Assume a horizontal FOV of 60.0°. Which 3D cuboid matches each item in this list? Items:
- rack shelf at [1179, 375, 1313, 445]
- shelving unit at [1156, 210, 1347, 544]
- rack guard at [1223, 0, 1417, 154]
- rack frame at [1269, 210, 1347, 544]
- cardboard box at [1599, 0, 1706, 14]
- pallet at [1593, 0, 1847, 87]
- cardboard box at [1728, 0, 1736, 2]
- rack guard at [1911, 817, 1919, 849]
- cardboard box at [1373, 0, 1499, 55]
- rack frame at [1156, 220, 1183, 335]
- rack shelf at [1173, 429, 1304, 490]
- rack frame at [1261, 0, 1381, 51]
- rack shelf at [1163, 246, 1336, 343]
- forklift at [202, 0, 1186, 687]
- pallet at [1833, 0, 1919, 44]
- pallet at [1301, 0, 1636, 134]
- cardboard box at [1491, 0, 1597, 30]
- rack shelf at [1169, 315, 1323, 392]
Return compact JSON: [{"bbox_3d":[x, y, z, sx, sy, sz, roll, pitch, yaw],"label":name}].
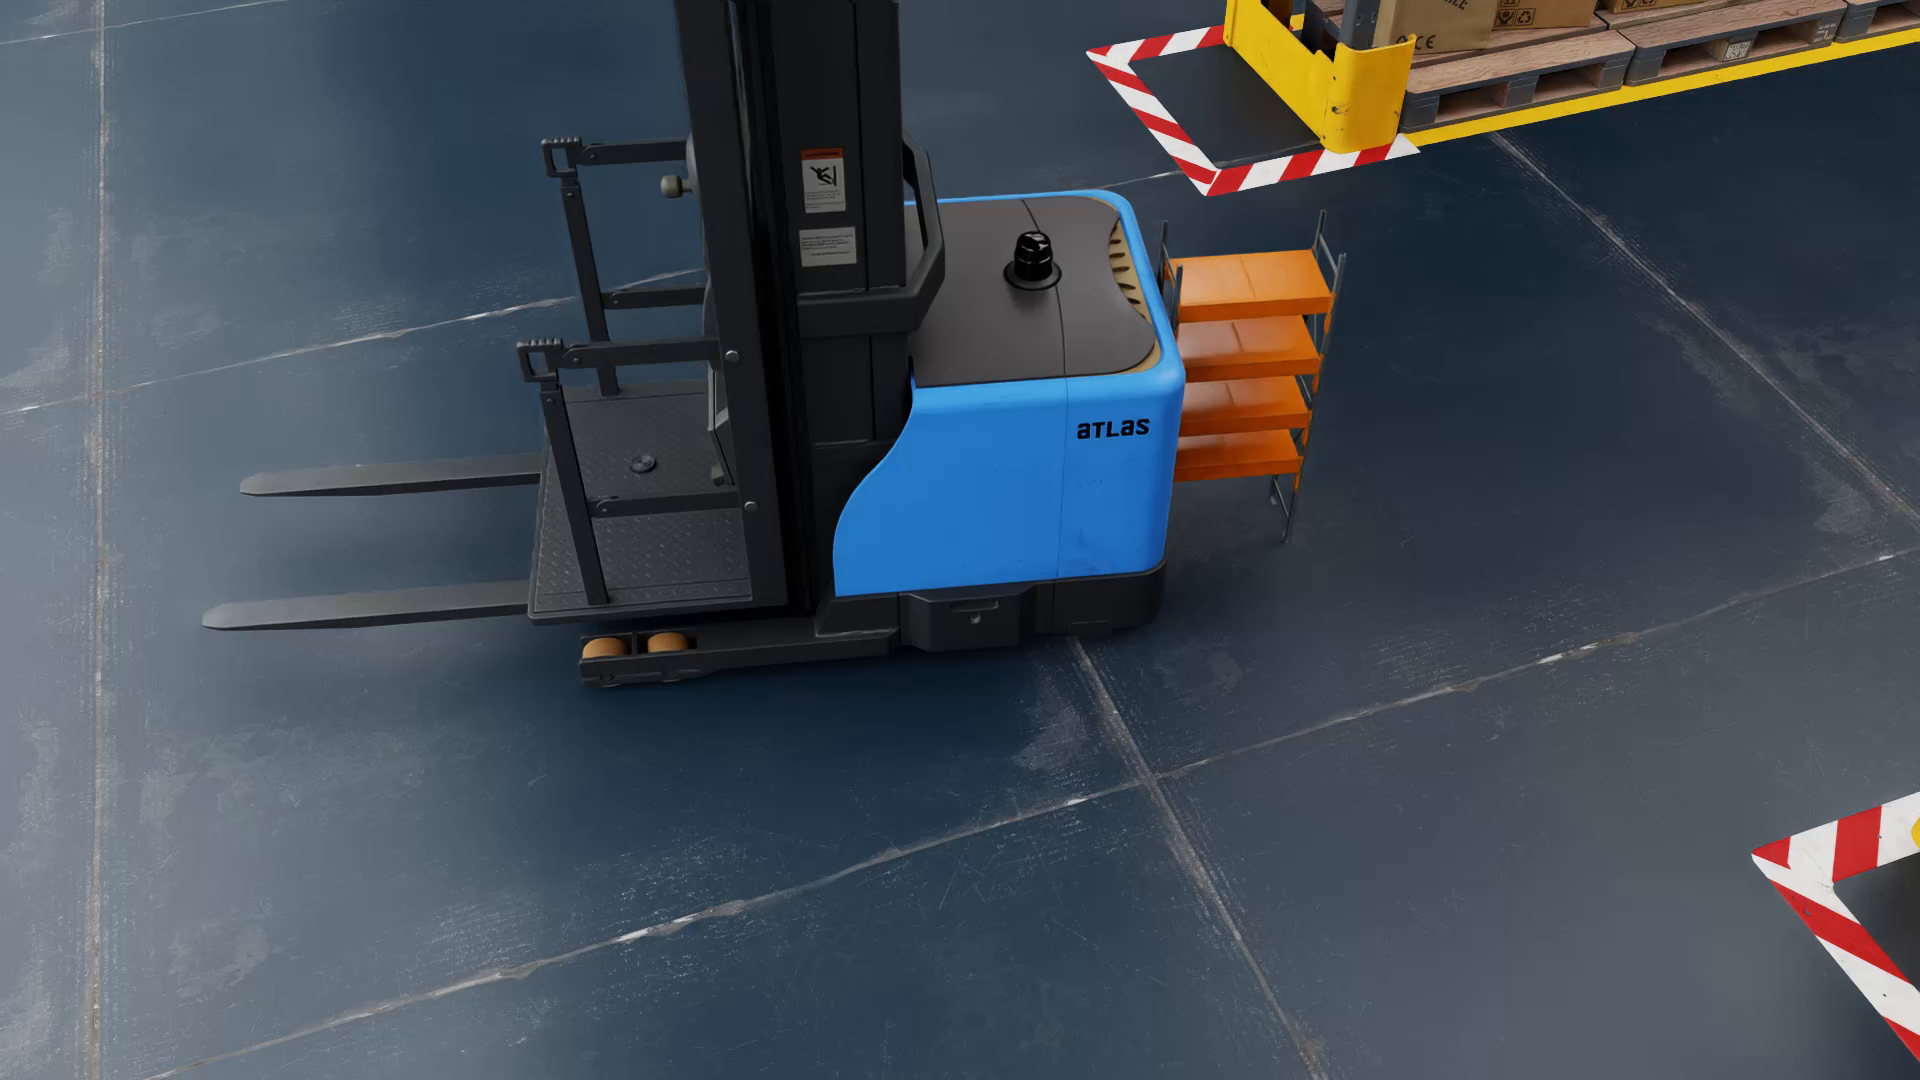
[{"bbox_3d":[0.874,-0.429,5.425,0.480,0.148,0.258,-5,45,-4],"label":"rack shelf"},{"bbox_3d":[0.874,-0.476,5.378,0.503,1.200,0.258,-5,45,-4],"label":"shelving unit"},{"bbox_3d":[1.641,-2.332,7.721,0.348,0.500,1.175,-14,47,-14],"label":"rack guard"},{"bbox_3d":[1.116,-0.496,5.397,0.015,1.200,0.240,-5,45,-4],"label":"rack frame"},{"bbox_3d":[3.308,-2.905,7.996,0.500,0.500,0.500,-10,46,-10],"label":"cardboard box"},{"bbox_3d":[3.563,-2.692,8.284,1.213,0.211,1.003,-14,47,-14],"label":"pallet"},{"bbox_3d":[3.849,-3.010,8.100,0.500,0.500,0.500,-18,48,-17],"label":"cardboard box"},{"bbox_3d":[3.136,1.021,4.379,0.348,0.500,1.175,-14,47,-14],"label":"rack guard"},{"bbox_3d":[2.162,-2.601,7.693,0.500,0.500,0.500,-6,45,-6],"label":"cardboard box"},{"bbox_3d":[0.631,-0.457,5.358,0.015,1.200,0.240,-5,45,-4],"label":"rack frame"},{"bbox_3d":[0.874,-0.289,5.566,0.480,0.148,0.258,-5,45,-4],"label":"rack shelf"},{"bbox_3d":[1.569,-3.196,6.817,0.127,3.000,1.000,-14,47,-14],"label":"rack frame"},{"bbox_3d":[0.874,-0.754,5.099,0.480,0.148,0.258,-5,45,-4],"label":"rack shelf"},{"bbox_3d":[-0.892,-0.964,4.642,3.031,2.935,1.130,-5,45,-4],"label":"forklift"},{"bbox_3d":[4.712,-2.988,8.579,1.213,0.211,1.003,-14,47,-14],"label":"pallet"},{"bbox_3d":[2.417,-2.402,7.995,1.213,0.211,1.003,-14,47,-14],"label":"pallet"},{"bbox_3d":[2.713,-2.767,7.859,0.500,0.500,0.500,-3,45,-3],"label":"cardboard box"},{"bbox_3d":[0.874,-0.587,5.267,0.480,0.148,0.258,-5,45,-4],"label":"rack shelf"}]
